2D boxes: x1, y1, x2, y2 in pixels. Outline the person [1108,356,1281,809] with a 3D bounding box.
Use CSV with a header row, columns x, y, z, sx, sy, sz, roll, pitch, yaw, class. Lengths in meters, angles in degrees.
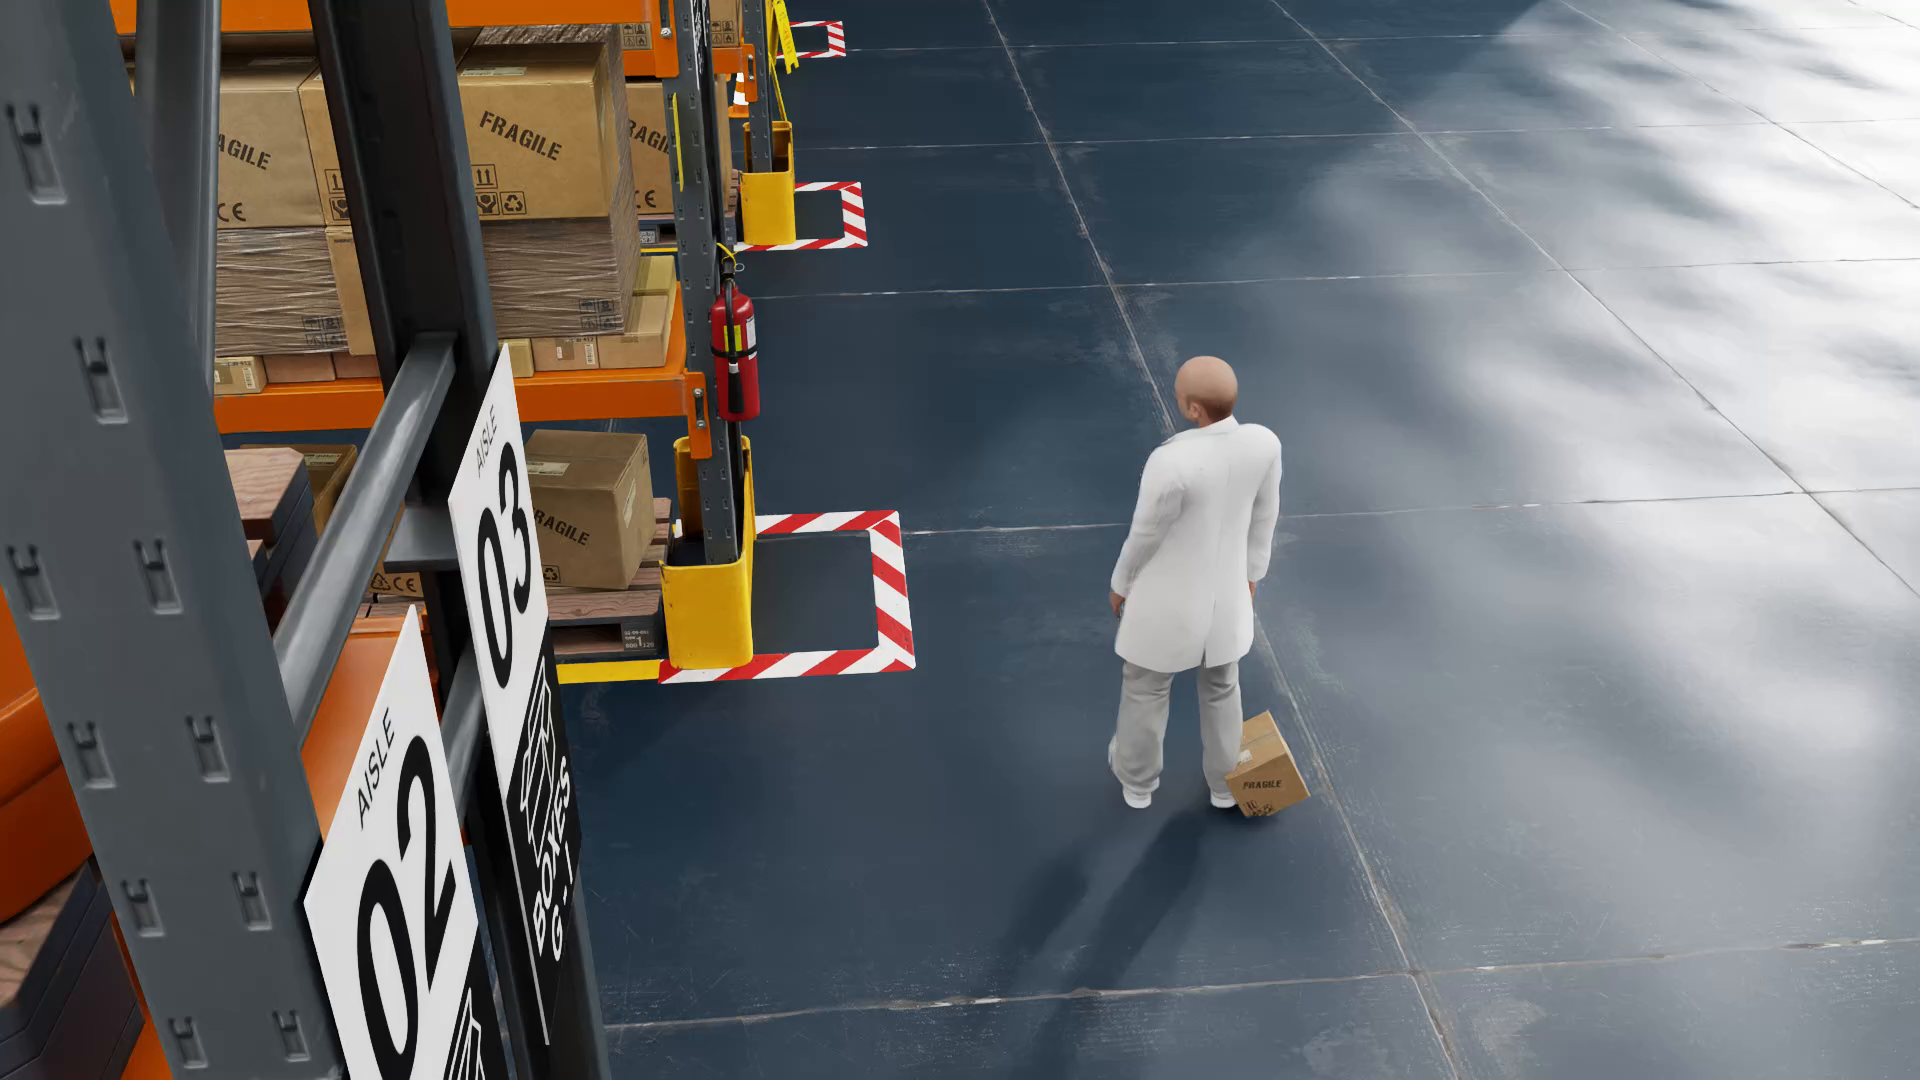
x,y,z,sx,sy,sz,roll,pitch,yaw,class
0.788,0.148,5.836,0.595,1.789,0.502,-15,34,-23,person
